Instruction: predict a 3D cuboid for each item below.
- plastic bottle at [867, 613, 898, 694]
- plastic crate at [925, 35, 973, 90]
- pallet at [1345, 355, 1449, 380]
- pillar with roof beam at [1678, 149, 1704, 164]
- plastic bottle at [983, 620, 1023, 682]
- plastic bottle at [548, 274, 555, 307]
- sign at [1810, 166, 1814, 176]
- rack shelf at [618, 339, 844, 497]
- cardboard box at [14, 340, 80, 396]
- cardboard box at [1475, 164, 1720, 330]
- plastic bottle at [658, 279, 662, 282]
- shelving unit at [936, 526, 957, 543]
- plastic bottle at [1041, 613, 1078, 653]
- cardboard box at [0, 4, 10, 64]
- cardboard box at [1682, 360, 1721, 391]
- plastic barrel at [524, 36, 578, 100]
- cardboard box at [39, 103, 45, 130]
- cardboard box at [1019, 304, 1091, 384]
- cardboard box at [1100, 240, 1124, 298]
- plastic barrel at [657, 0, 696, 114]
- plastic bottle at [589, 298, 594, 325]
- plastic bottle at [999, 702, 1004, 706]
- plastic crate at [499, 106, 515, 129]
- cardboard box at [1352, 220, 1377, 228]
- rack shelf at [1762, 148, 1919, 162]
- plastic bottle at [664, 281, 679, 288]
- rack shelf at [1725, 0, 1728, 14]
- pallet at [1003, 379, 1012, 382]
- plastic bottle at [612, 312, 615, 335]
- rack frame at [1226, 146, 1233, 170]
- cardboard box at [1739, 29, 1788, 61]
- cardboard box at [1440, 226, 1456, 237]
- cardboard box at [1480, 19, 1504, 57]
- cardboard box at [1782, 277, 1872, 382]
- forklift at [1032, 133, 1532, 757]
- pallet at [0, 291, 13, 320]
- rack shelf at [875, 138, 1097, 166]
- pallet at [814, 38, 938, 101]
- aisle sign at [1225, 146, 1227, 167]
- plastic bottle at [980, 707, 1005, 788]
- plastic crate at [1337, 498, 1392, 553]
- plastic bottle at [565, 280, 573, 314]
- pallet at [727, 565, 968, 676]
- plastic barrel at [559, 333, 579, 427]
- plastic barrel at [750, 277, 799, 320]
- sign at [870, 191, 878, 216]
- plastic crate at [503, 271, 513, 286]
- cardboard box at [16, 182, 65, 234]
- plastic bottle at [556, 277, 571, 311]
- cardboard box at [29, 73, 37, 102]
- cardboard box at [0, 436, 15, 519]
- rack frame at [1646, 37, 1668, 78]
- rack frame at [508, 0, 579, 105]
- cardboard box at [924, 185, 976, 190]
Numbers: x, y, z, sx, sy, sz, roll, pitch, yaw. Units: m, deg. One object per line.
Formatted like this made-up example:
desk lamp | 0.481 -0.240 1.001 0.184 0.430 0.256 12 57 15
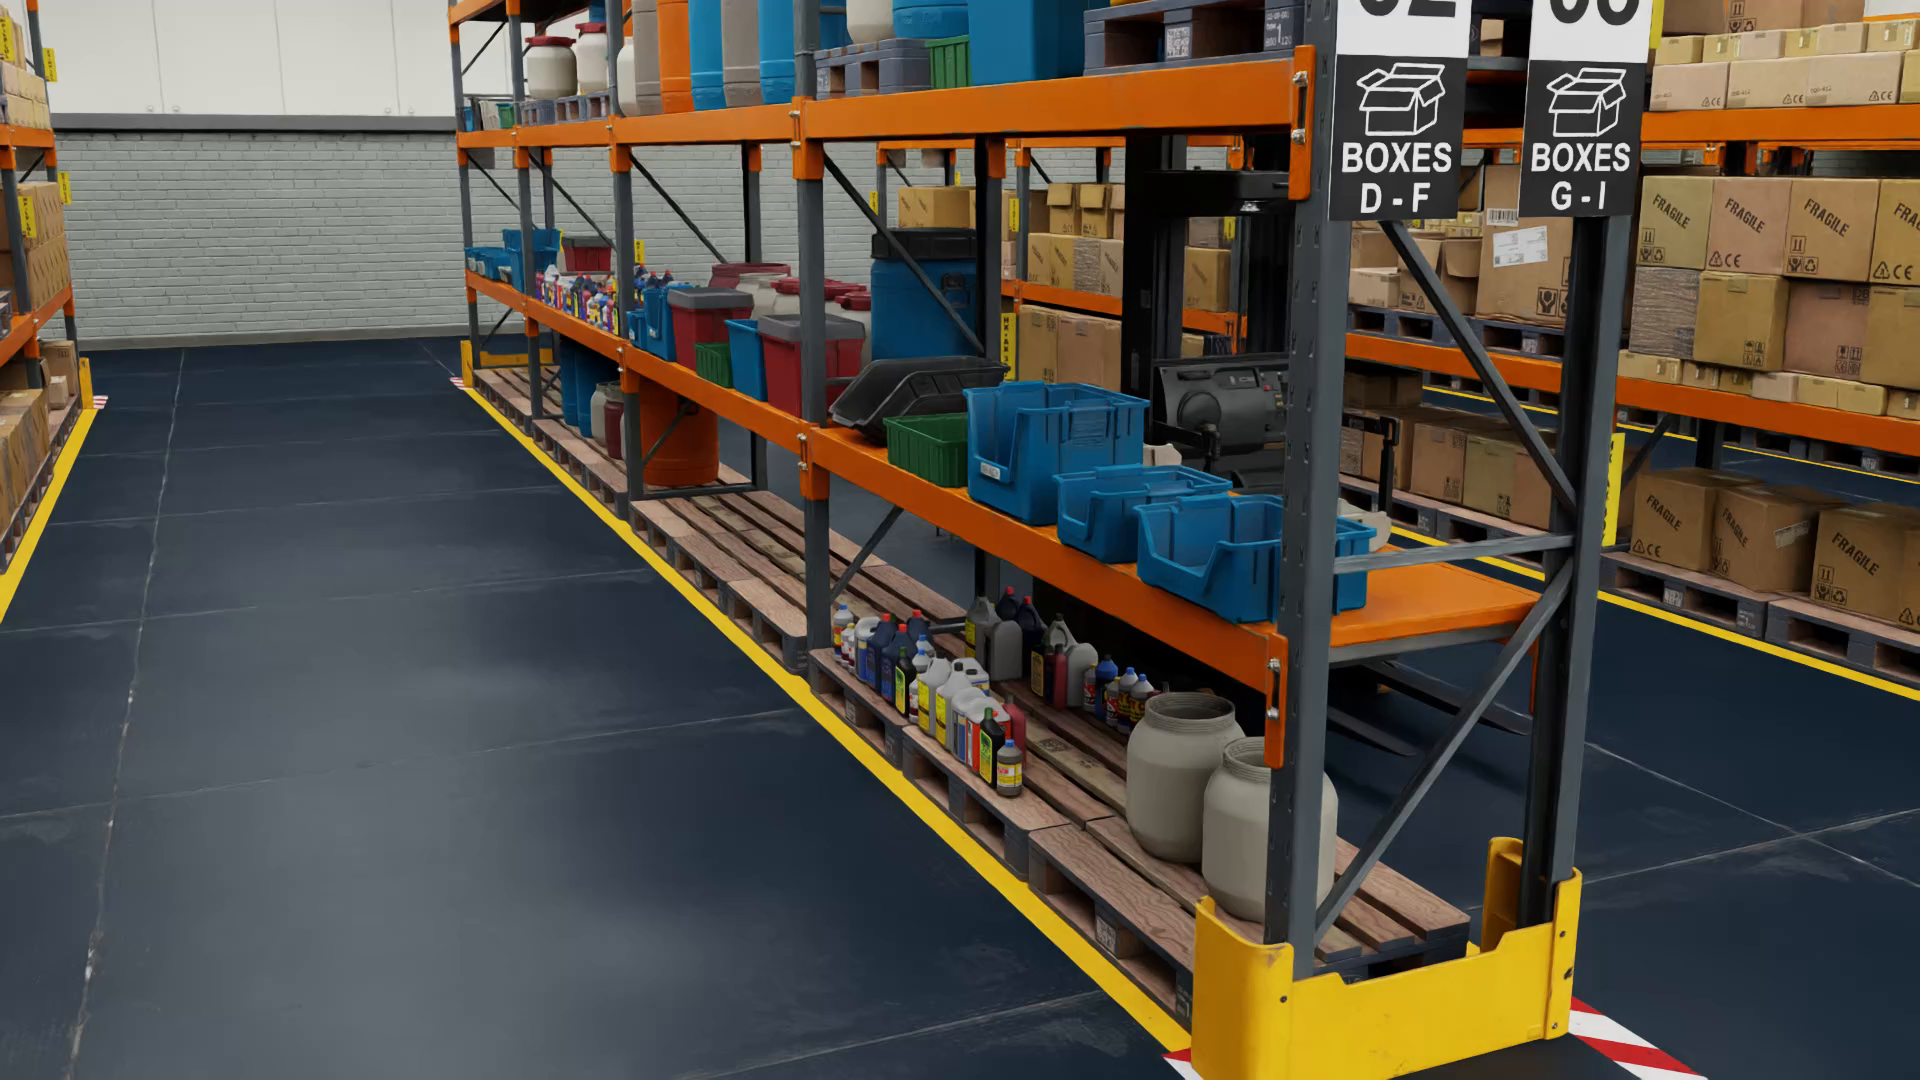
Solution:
plastic bottle | -0.335 0.497 7.468 0.144 0.351 0.185 -5 14 -21
plastic crate | 0.104 -1.791 6.272 0.336 0.188 0.450 -6 14 -23
pallet | 5.339 -2.087 19.921 1.003 0.211 1.213 -6 14 -23
pillar with roof beam | 8.881 -8.226 26.956 9.100 9.000 0.400 -6 14 -23
plastic bottle | 0.195 0.495 7.645 0.152 0.276 0.135 -6 14 -23
plastic bottle | -3.478 -2.141 14.254 0.097 0.271 0.097 0 13 0
sign | 13.596 -5.818 26.586 0.100 0.325 0.005 -6 14 -23
rack shelf | -1.079 -0.846 9.967 1.077 0.370 4.000 -6 14 -23
cardboard box | -9.182 -1.722 16.726 0.500 0.500 0.500 -6 14 -23
cardboard box | 4.070 -1.904 10.683 1.000 1.000 1.000 -6 14 -23
plastic bottle | -2.464 -2.011 13.692 0.097 0.271 0.097 0 13 0
shelving unit | -0.021 -0.523 11.299 0.215 1.050 0.252 -6 14 -23
plastic bottle | 0.450 0.506 7.428 0.144 0.351 0.185 -6 14 -23
cardboard box | -8.323 -4.200 13.771 0.700 0.500 0.500 -6 14 -23
cardboard box | 4.284 -0.935 9.312 0.380 0.149 0.250 -6 14 -23
plastic barrel | -3.502 -4.037 14.274 0.433 0.535 0.433 0 13 0
cardboard box | -8.987 -4.017 15.756 0.500 0.250 0.500 -6 14 -23
cardboard box | 1.330 -1.922 16.804 1.225 0.875 0.875 -6 14 -23
cardboard box | 1.625 -2.501 15.301 0.500 0.500 0.500 -5 14 -22
plastic barrel | -1.488 -2.956 9.883 0.600 0.830 0.708 -6 14 -23
plastic bottle | -2.789 -1.752 12.726 0.097 0.201 0.097 0 13 0
plastic bottle | 0.162 0.754 6.689 0.097 0.201 0.097 0 13 0
plastic crate | -3.929 -3.854 15.188 0.450 0.188 0.662 -6 14 -23
cardboard box | 4.981 -3.686 19.761 0.500 0.500 0.500 -6 14 -25
rack shelf | 13.881 -5.752 24.511 1.077 0.370 4.000 -6 14 -23
plastic bottle | -2.313 -1.954 13.436 0.152 0.276 0.135 -6 14 -23
rack shelf | 8.044 -4.448 13.115 1.077 0.370 4.000 -6 14 -23
pallet | 0.823 -1.689 18.199 1.003 0.211 1.213 -6 14 -23
plastic bottle | -2.463 -1.583 11.999 0.097 0.201 0.097 0 13 0
rack frame | 4.038 -4.137 22.591 1.000 3.000 0.127 -6 14 -23
cardboard box | 4.367 -2.611 8.795 0.380 0.149 0.250 -6 14 -23
cardboard box | 5.483 -3.361 18.206 0.380 0.149 0.250 -6 14 -24
cardboard box | 3.784 -3.247 10.936 0.797 0.503 0.637 -5 14 -21
cardboard box | 4.844 -1.125 8.696 0.875 0.500 0.500 -6 14 -23
forklift | 1.466 -0.690 7.852 1.130 2.935 3.031 -6 14 -23
pallet | -7.803 -1.721 12.578 1.003 0.211 1.213 -6 14 -23
rack shelf | 0.254 -4.407 18.704 1.077 0.370 4.000 -6 14 -23
pallet | 0.100 -2.012 7.178 1.213 0.211 1.003 -6 14 -23
aisle sign | 3.734 -5.391 22.246 0.394 0.787 0.004 -6 14 -23
plastic bottle | 0.123 0.790 6.353 0.061 0.283 0.133 -5 14 -22
plastic crate | 1.261 -0.042 5.485 0.298 0.136 0.250 -6 14 -23
plastic bottle | -3.161 -1.978 13.547 0.097 0.271 0.097 0 13 0
pallet | -0.628 0.417 9.101 1.003 0.211 1.213 -6 14 -23
plastic barrel | -3.280 -1.504 14.939 0.600 0.901 0.708 -6 14 -23
plastic barrel | -1.104 -1.384 10.448 0.421 0.512 0.421 0 13 0
sign | -1.058 -4.121 20.428 0.100 0.325 0.005 -6 14 -23
plastic crate | -4.177 -2.538 16.161 0.437 0.125 0.590 -6 14 -23
cardboard box | -9.195 -3.284 16.469 0.500 0.500 0.500 -6 14 -23
plastic bottle | -3.275 -2.054 13.868 0.152 0.276 0.135 -6 14 -23
cardboard box | -8.788 -4.158 15.252 0.500 0.250 0.500 -6 14 -23
cardboard box | -6.556 -0.387 10.957 0.500 0.500 0.500 -6 14 -25
rack frame | 4.260 -4.153 9.358 1.000 3.000 0.127 -6 14 -23
rack frame | -3.483 -5.359 14.566 1.000 3.000 0.127 -6 14 -23
cardboard box | -0.111 -4.070 20.312 0.500 0.500 0.500 -5 14 -22
